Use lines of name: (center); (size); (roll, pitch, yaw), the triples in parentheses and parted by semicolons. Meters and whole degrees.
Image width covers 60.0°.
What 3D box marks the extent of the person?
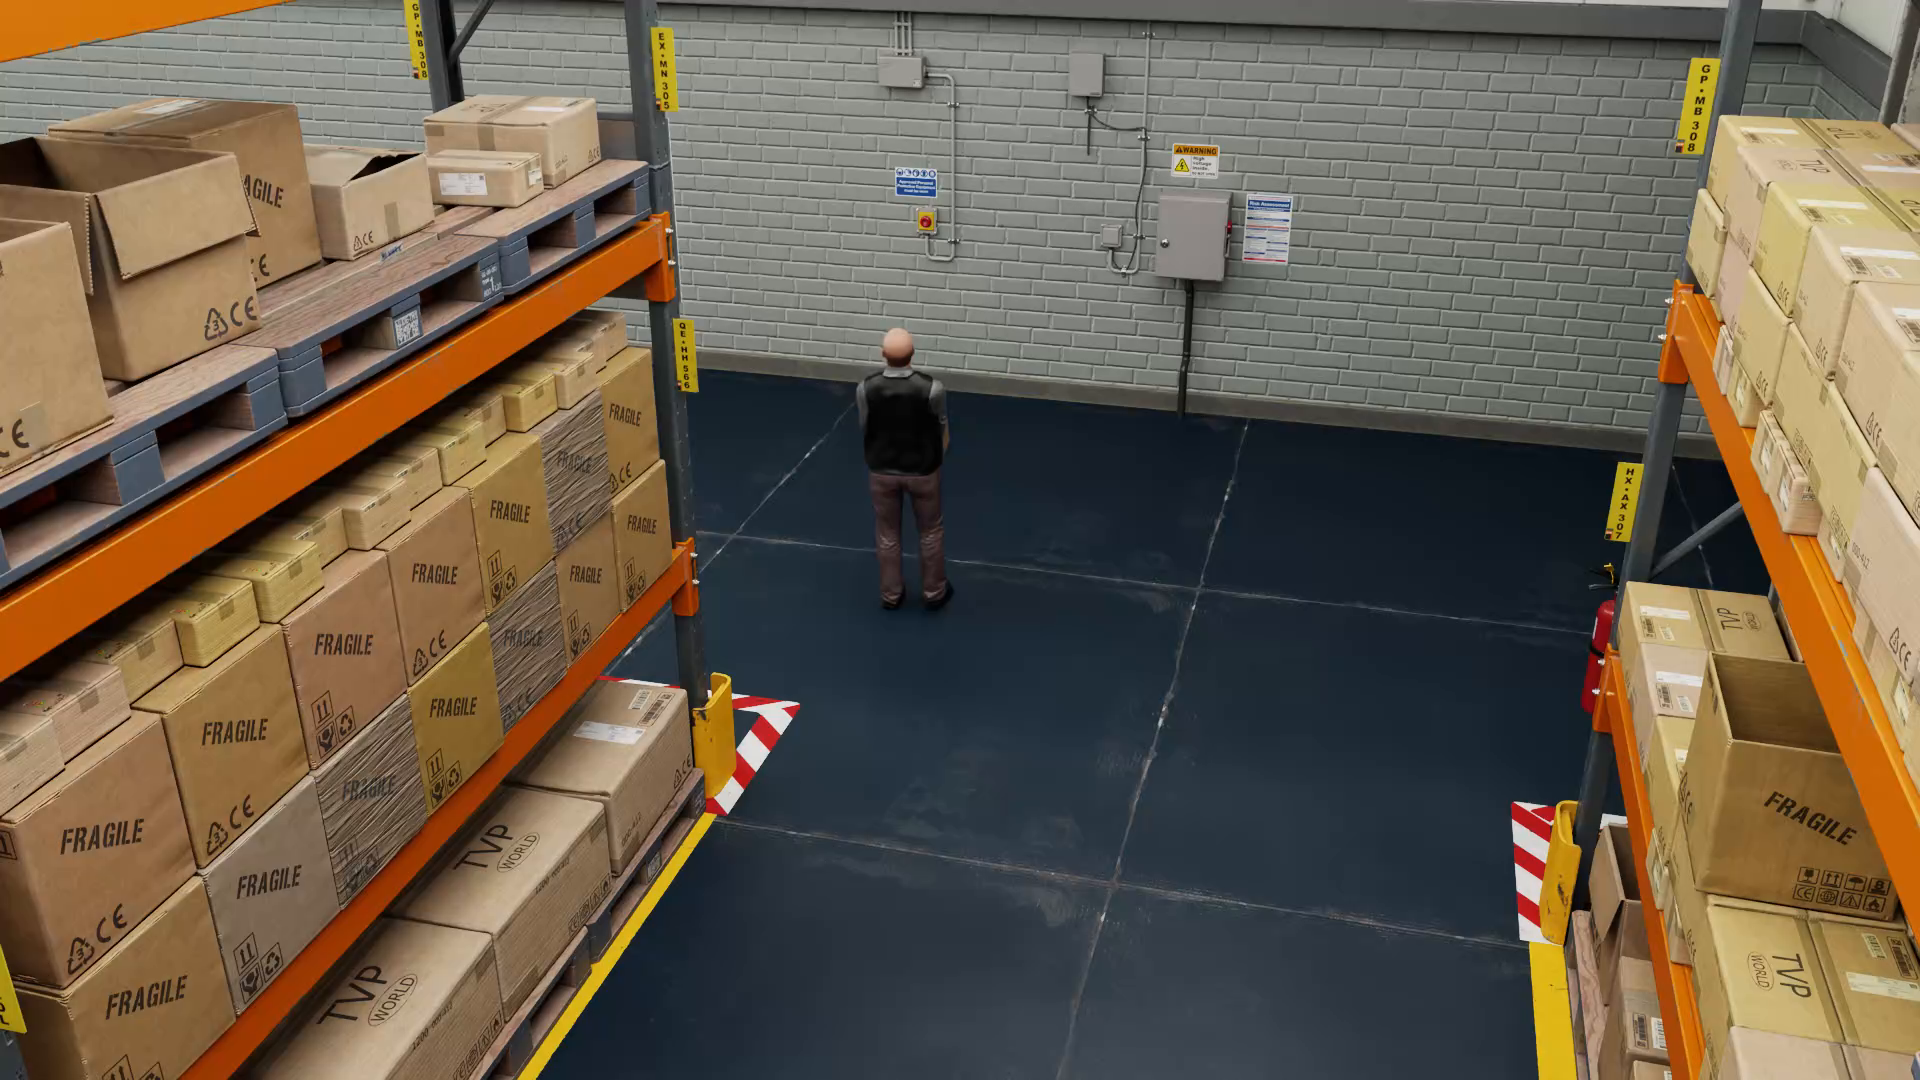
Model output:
person: (-0.309, -0.430, 9.550); (0.532, 1.724, 0.527); (2, 25, 3)
